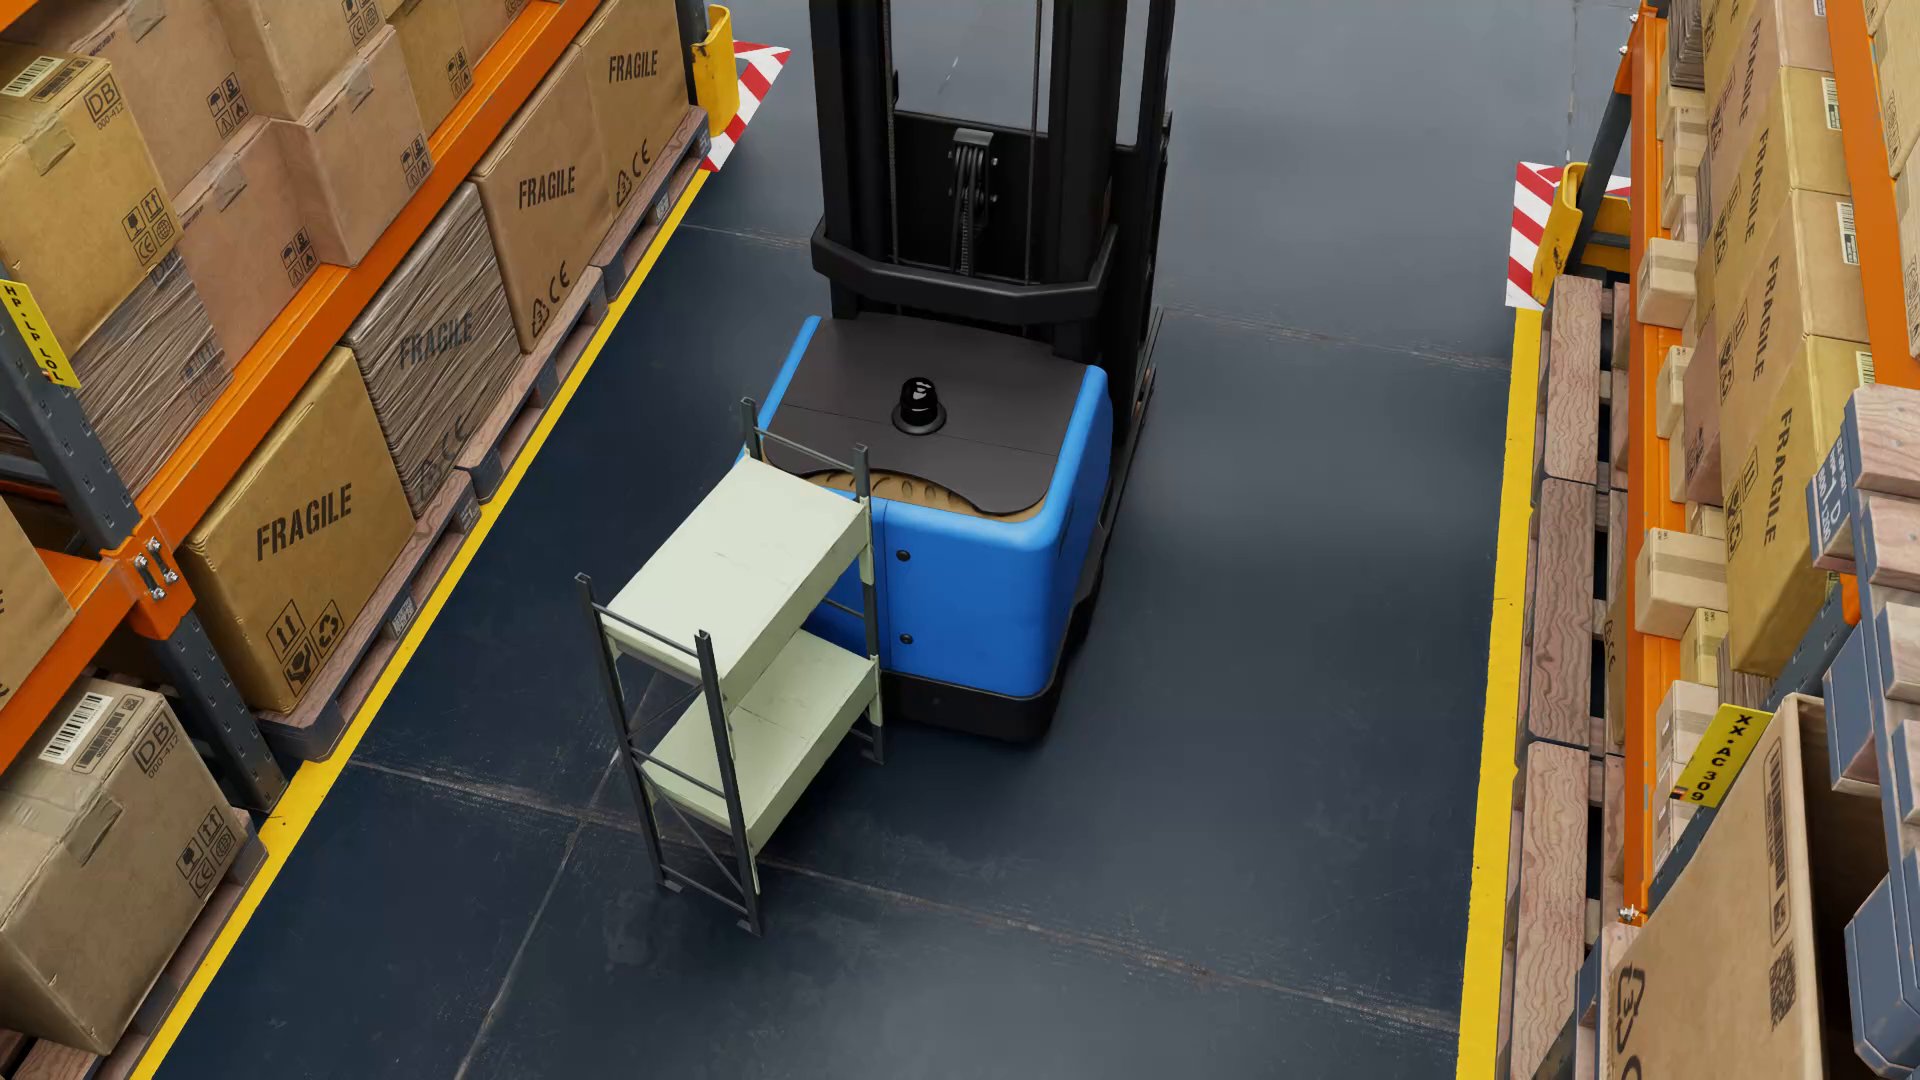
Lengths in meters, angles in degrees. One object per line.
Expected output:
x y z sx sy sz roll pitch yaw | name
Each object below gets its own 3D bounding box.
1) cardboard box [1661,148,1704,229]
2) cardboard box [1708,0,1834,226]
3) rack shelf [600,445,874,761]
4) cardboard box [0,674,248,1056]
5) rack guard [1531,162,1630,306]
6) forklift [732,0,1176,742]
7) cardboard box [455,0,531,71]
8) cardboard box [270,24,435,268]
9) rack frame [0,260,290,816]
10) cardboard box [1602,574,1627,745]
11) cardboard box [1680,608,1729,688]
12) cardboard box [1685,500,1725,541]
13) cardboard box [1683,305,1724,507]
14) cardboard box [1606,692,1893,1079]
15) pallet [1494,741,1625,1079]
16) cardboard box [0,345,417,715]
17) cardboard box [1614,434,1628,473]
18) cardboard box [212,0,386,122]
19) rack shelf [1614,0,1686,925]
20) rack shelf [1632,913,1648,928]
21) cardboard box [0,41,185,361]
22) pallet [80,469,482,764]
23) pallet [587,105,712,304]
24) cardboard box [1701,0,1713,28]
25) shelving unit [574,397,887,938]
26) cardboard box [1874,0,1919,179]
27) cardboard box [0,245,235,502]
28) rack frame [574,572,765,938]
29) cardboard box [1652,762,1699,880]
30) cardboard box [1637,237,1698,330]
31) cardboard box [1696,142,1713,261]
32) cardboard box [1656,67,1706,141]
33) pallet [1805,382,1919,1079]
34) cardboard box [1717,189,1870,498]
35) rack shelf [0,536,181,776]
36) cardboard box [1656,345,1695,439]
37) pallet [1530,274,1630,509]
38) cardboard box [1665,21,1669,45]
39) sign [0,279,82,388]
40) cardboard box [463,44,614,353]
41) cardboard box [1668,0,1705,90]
2.496 -1.113 5.399 0.380 0.149 0.250 12 50 10 | cardboard box
2.282 -1.108 4.295 0.500 0.500 0.500 12 50 10 | cardboard box
-0.607 0.161 4.587 0.431 0.370 0.720 23 52 19 | rack shelf
-2.804 0.839 4.729 1.050 0.750 0.750 11 50 10 | cardboard box
3.064 -1.192 6.969 1.175 0.500 0.348 12 50 10 | rack guard
0.163 -1.426 5.554 1.130 2.935 3.031 11 50 10 | forklift
-2.121 -2.116 6.017 0.875 0.550 0.550 12 50 10 | cardboard box
-2.263 -1.322 5.316 0.875 0.550 0.550 12 50 10 | cardboard box
-2.727 -0.233 4.455 1.000 3.000 0.127 12 50 10 | rack frame
2.406 0.345 5.332 0.500 0.500 0.500 8 49 7 | cardboard box
2.003 0.341 4.116 0.380 0.149 0.250 12 50 10 | cardboard box
2.154 -0.017 4.432 0.380 0.149 0.250 12 50 10 | cardboard box
2.409 -0.362 4.304 0.875 0.500 0.500 12 50 10 | cardboard box
1.687 1.028 2.661 1.000 1.000 1.000 12 50 10 | cardboard box
2.174 1.249 5.007 1.003 0.211 1.213 12 50 10 | pallet
-2.494 -0.110 5.484 0.875 0.875 0.875 12 50 11 | cardboard box
2.779 -0.499 6.077 0.500 0.500 0.500 24 53 20 | cardboard box
-2.290 -1.684 4.916 0.875 0.550 0.550 12 50 10 | cardboard box
2.558 -0.390 5.073 1.077 0.370 4.000 12 50 10 | rack shelf
1.505 2.504 2.520 1.077 0.370 4.000 12 50 10 | rack shelf
-2.597 -0.900 4.223 0.875 0.550 0.550 12 50 10 | cardboard box
-2.452 0.155 5.972 1.003 0.211 1.213 12 50 10 | pallet
-1.810 -1.610 7.530 1.003 0.211 1.213 12 50 10 | pallet
2.538 -1.832 4.935 0.500 0.500 0.500 12 50 10 | cardboard box
-0.607 0.419 4.880 0.431 1.500 0.755 23 52 19 | shelving unit
2.047 -0.881 3.126 0.500 0.250 0.500 13 50 11 | cardboard box
-2.642 -0.552 4.636 0.875 0.550 0.550 12 50 10 | cardboard box
-0.787 0.658 4.669 0.400 1.500 0.023 23 52 19 | rack frame
1.804 0.688 3.809 0.380 0.149 0.250 12 50 10 | cardboard box
2.291 -0.766 5.093 0.380 0.149 0.250 12 50 10 | cardboard box
2.724 -1.075 4.933 0.875 0.500 0.500 12 50 10 | cardboard box
2.614 -1.477 5.721 0.380 0.149 0.250 12 50 10 | cardboard box
1.766 0.314 2.097 1.213 0.211 1.003 12 50 10 | pallet
2.014 -0.385 3.657 0.500 0.500 0.500 12 50 10 | cardboard box
-3.254 1.452 3.448 1.077 0.370 4.000 12 50 10 | rack shelf
2.213 -0.394 4.764 0.380 0.149 0.250 12 50 10 | cardboard box
2.816 -0.516 6.565 1.003 0.211 1.213 12 50 10 | pallet
2.779 -1.832 6.034 0.380 0.149 0.250 12 50 10 | cardboard box
-2.201 -0.490 3.962 0.100 0.325 0.005 12 50 10 | sign
-2.019 -1.422 6.641 0.875 0.875 0.875 11 49 9 | cardboard box
2.913 -1.814 5.585 0.875 0.500 0.500 12 50 10 | cardboard box
